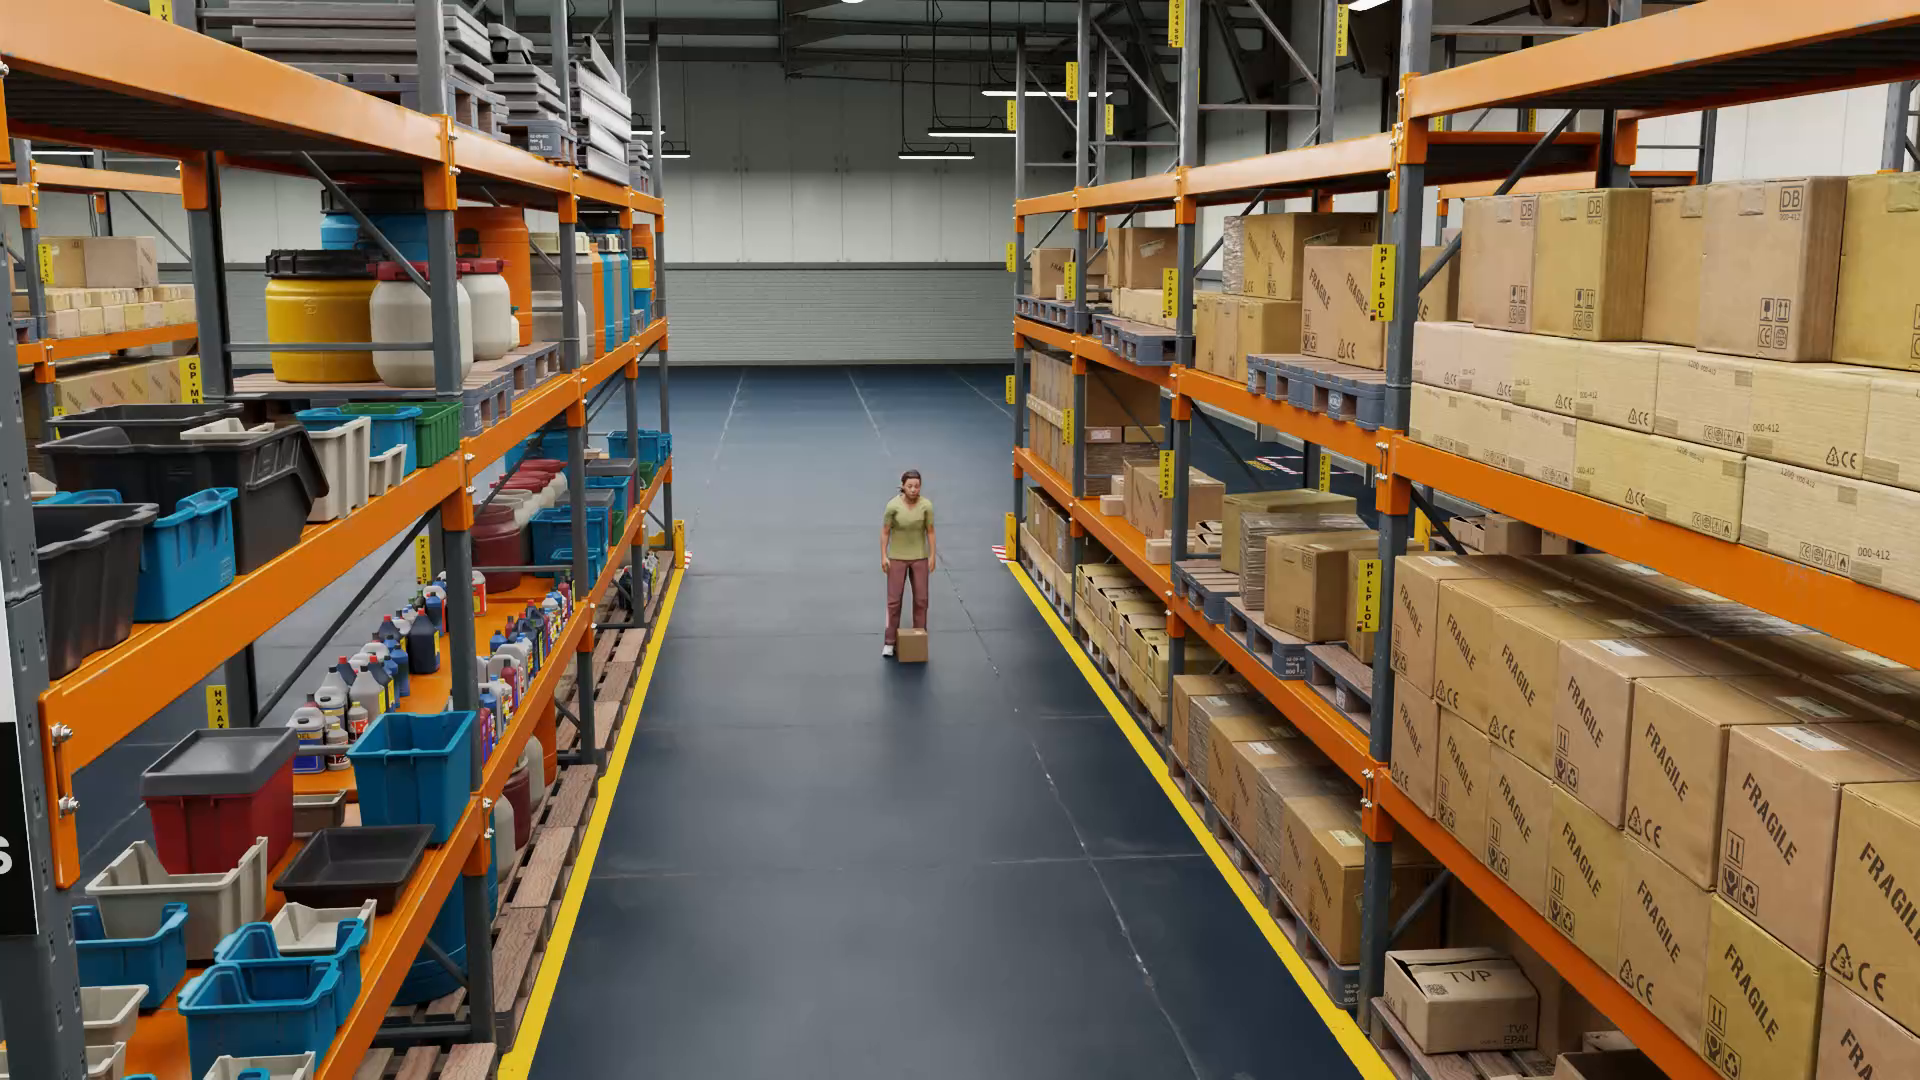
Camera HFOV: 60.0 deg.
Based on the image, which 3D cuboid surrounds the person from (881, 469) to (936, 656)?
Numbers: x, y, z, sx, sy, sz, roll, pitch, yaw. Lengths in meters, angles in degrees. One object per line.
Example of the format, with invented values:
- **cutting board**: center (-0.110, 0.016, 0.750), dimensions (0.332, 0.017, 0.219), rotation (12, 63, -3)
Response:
- **person**: center (-0.458, 0.190, 14.844), dimensions (0.510, 1.671, 0.365), rotation (-2, 10, -9)
